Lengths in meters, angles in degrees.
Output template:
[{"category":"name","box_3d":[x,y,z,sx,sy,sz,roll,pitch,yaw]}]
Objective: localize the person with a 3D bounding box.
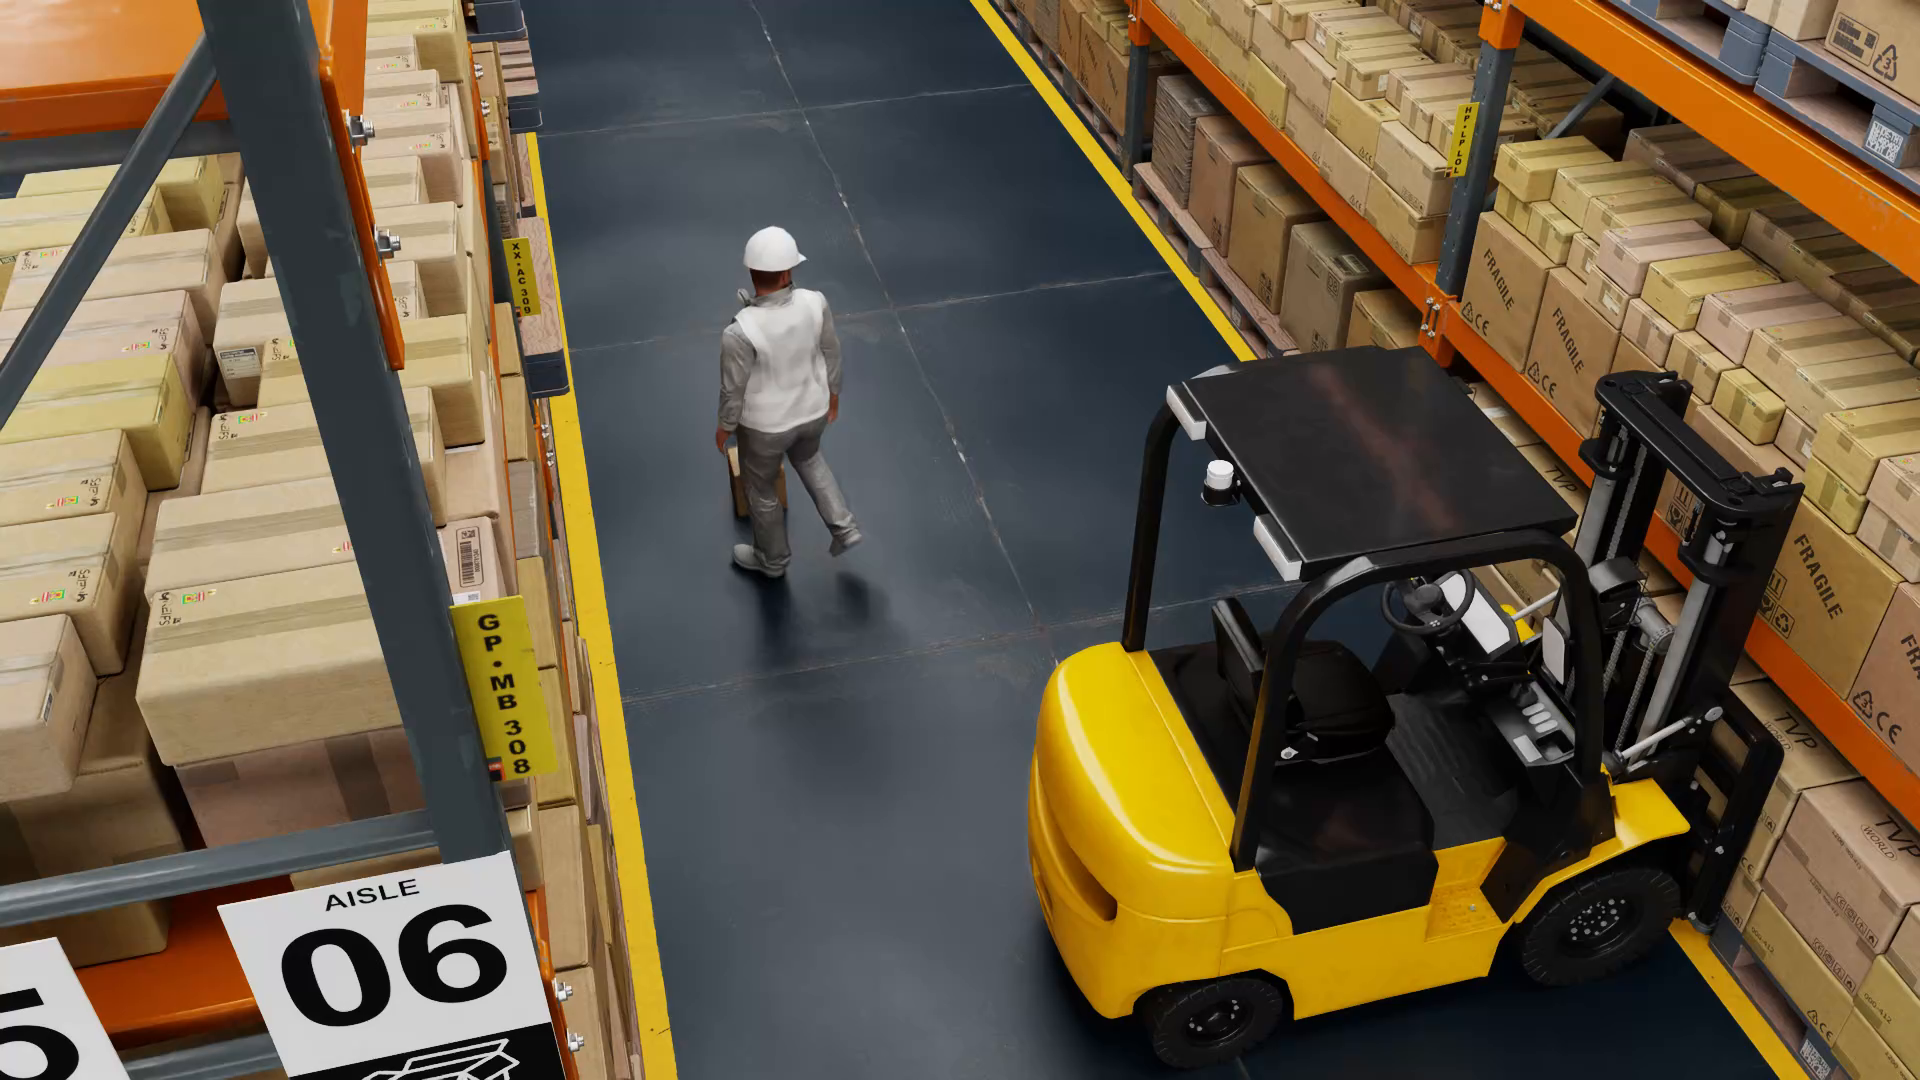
[{"category":"person","box_3d":[-0.781,-0.561,7.384,0.580,1.764,0.571,-28,46,-31]}]
